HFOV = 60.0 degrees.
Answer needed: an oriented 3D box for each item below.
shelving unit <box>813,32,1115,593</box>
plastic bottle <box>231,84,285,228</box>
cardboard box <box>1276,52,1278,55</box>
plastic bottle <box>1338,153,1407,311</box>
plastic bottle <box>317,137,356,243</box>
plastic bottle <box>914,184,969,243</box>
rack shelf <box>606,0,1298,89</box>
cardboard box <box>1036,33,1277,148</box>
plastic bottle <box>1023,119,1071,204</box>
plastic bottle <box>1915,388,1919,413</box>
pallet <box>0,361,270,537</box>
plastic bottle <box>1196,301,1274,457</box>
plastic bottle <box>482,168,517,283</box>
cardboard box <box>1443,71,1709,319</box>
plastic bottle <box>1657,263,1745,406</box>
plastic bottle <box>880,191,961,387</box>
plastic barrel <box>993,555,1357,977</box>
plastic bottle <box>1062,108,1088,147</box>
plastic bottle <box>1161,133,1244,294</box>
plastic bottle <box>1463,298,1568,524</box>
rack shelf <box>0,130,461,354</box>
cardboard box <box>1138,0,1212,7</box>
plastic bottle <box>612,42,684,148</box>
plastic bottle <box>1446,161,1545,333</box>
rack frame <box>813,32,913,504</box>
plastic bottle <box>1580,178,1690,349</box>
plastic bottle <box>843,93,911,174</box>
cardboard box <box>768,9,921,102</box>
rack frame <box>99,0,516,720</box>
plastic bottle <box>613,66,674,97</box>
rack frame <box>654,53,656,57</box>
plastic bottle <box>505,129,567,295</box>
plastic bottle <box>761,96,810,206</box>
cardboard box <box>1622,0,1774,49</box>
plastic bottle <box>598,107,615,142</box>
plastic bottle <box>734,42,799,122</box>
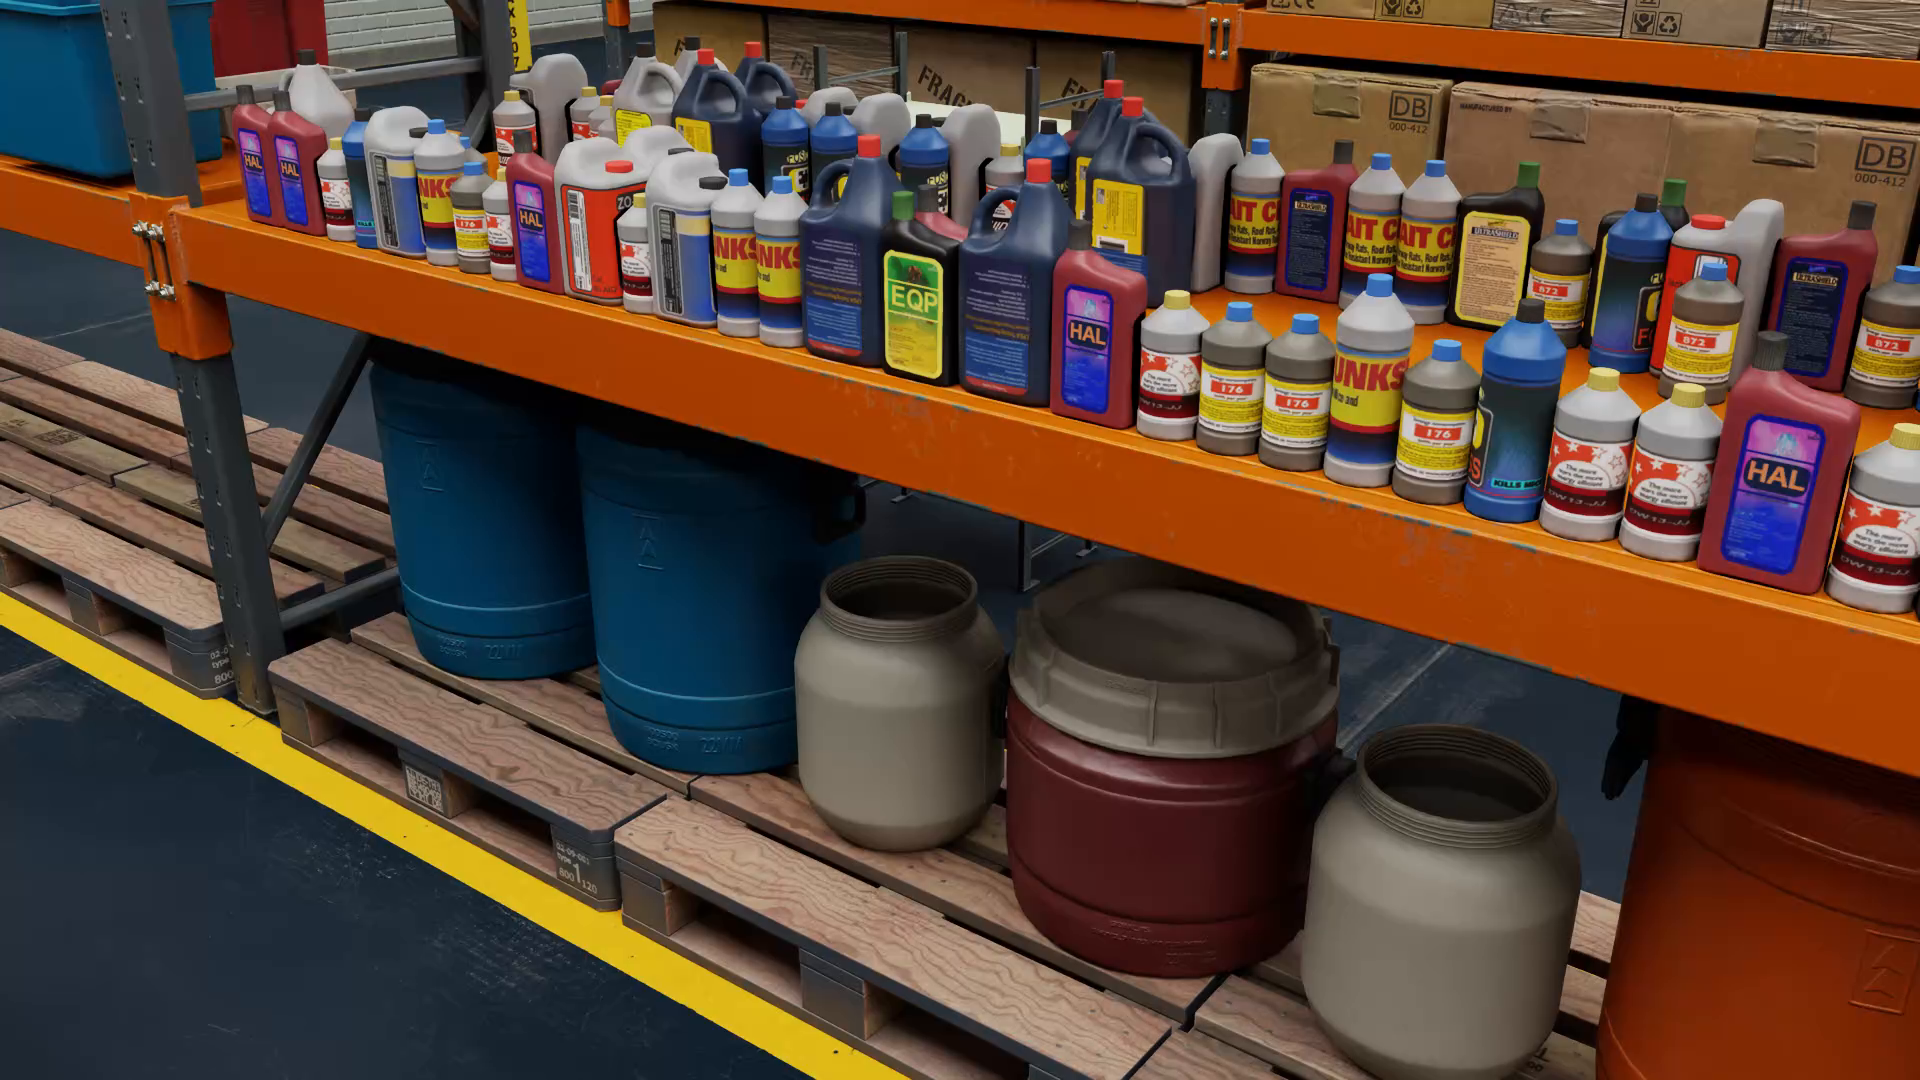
[{"bbox_3d":[0.005,-0.685,4.944,0.755,1.500,0.431,17,29,33],"label":"shelving unit"},{"bbox_3d":[-1.471,-0.813,3.521,0.133,0.283,0.061,17,29,33],"label":"plastic bottle"},{"bbox_3d":[2.425,-3.803,12.807,0.250,0.149,0.380,15,28,31],"label":"cardboard box"},{"bbox_3d":[0.724,-0.536,2.906,0.097,0.271,0.097,0,24,0],"label":"plastic bottle"},{"bbox_3d":[-1.261,-0.722,3.414,0.097,0.201,0.097,0,24,0],"label":"plastic bottle"},{"bbox_3d":[-0.020,-0.406,2.595,0.133,0.283,0.061,17,29,33],"label":"plastic bottle"},{"bbox_3d":[-0.139,-2.846,8.880,4.000,0.370,1.077,17,29,33],"label":"rack shelf"},{"bbox_3d":[0.981,-2.096,8.402,0.875,0.875,0.875,17,29,33],"label":"cardboard box"},{"bbox_3d":[0.169,-0.673,3.217,0.097,0.271,0.097,0,24,0],"label":"plastic bottle"},{"bbox_3d":[1.463,-0.313,2.399,0.097,0.271,0.097,0,24,0],"label":"plastic bottle"},{"bbox_3d":[-3.101,-0.277,5.617,1.213,0.211,1.003,17,29,33],"label":"pallet"},{"bbox_3d":[0.379,-0.226,2.289,0.097,0.201,0.097,0,24,0],"label":"plastic bottle"},{"bbox_3d":[-0.842,-0.595,3.126,0.097,0.201,0.097,0,24,0],"label":"plastic bottle"},{"bbox_3d":[2.701,-1.547,7.155,0.875,0.875,1.225,16,28,32],"label":"cardboard box"},{"bbox_3d":[1.109,-0.311,2.482,0.097,0.201,0.097,0,24,0],"label":"plastic bottle"},{"bbox_3d":[-0.057,-0.386,2.550,0.133,0.283,0.061,17,29,33],"label":"plastic bottle"},{"bbox_3d":[0.386,0.400,3.093,0.708,0.588,0.600,17,29,33],"label":"plastic barrel"},{"bbox_3d":[0.202,-0.709,3.283,0.133,0.283,0.061,17,29,33],"label":"plastic bottle"},{"bbox_3d":[0.430,-0.613,3.076,0.135,0.276,0.152,17,29,33],"label":"plastic bottle"},{"bbox_3d":[0.690,-0.164,2.061,0.097,0.271,0.097,0,24,0],"label":"plastic bottle"},{"bbox_3d":[-3.109,-1.248,5.253,4.000,0.370,1.077,17,29,33],"label":"rack shelf"},{"bbox_3d":[1.021,-2.544,7.616,0.250,0.149,0.380,17,29,34],"label":"cardboard box"},{"bbox_3d":[-0.664,-0.907,3.650,0.185,0.351,0.144,17,29,33],"label":"plastic bottle"},{"bbox_3d":[0.905,-0.496,2.801,0.133,0.283,0.061,17,29,33],"label":"plastic bottle"},{"bbox_3d":[-0.288,-0.773,5.145,0.023,1.500,0.400,17,29,33],"label":"rack frame"},{"bbox_3d":[1.089,-0.440,2.674,0.133,0.283,0.061,17,29,33],"label":"plastic bottle"},{"bbox_3d":[-0.196,-0.803,3.505,0.135,0.276,0.152,17,29,33],"label":"plastic bottle"},{"bbox_3d":[-0.451,-2.529,9.385,0.875,0.875,0.875,17,29,33],"label":"cardboard box"},{"bbox_3d":[-1.509,-1.093,4.011,0.127,3.000,1.000,17,29,33],"label":"rack frame"},{"bbox_3d":[-0.707,-0.957,3.856,0.135,0.276,0.152,17,29,33],"label":"plastic bottle"},{"bbox_3d":[-1.737,-3.659,9.835,0.053,2.616,0.949,17,29,33],"label":"rack frame"},{"bbox_3d":[-0.761,-0.599,3.033,0.133,0.283,0.061,17,29,33],"label":"plastic bottle"},{"bbox_3d":[-0.364,-0.788,3.478,0.097,0.271,0.097,0,24,0],"label":"plastic bottle"},{"bbox_3d":[2.899,-2.179,6.352,0.500,0.500,0.500,17,29,34],"label":"cardboard box"},{"bbox_3d":[-0.767,-0.878,3.769,0.097,0.201,0.097,0,24,0],"label":"plastic bottle"},{"bbox_3d":[-0.429,-0.909,3.654,0.185,0.351,0.144,17,29,33],"label":"plastic bottle"}]
